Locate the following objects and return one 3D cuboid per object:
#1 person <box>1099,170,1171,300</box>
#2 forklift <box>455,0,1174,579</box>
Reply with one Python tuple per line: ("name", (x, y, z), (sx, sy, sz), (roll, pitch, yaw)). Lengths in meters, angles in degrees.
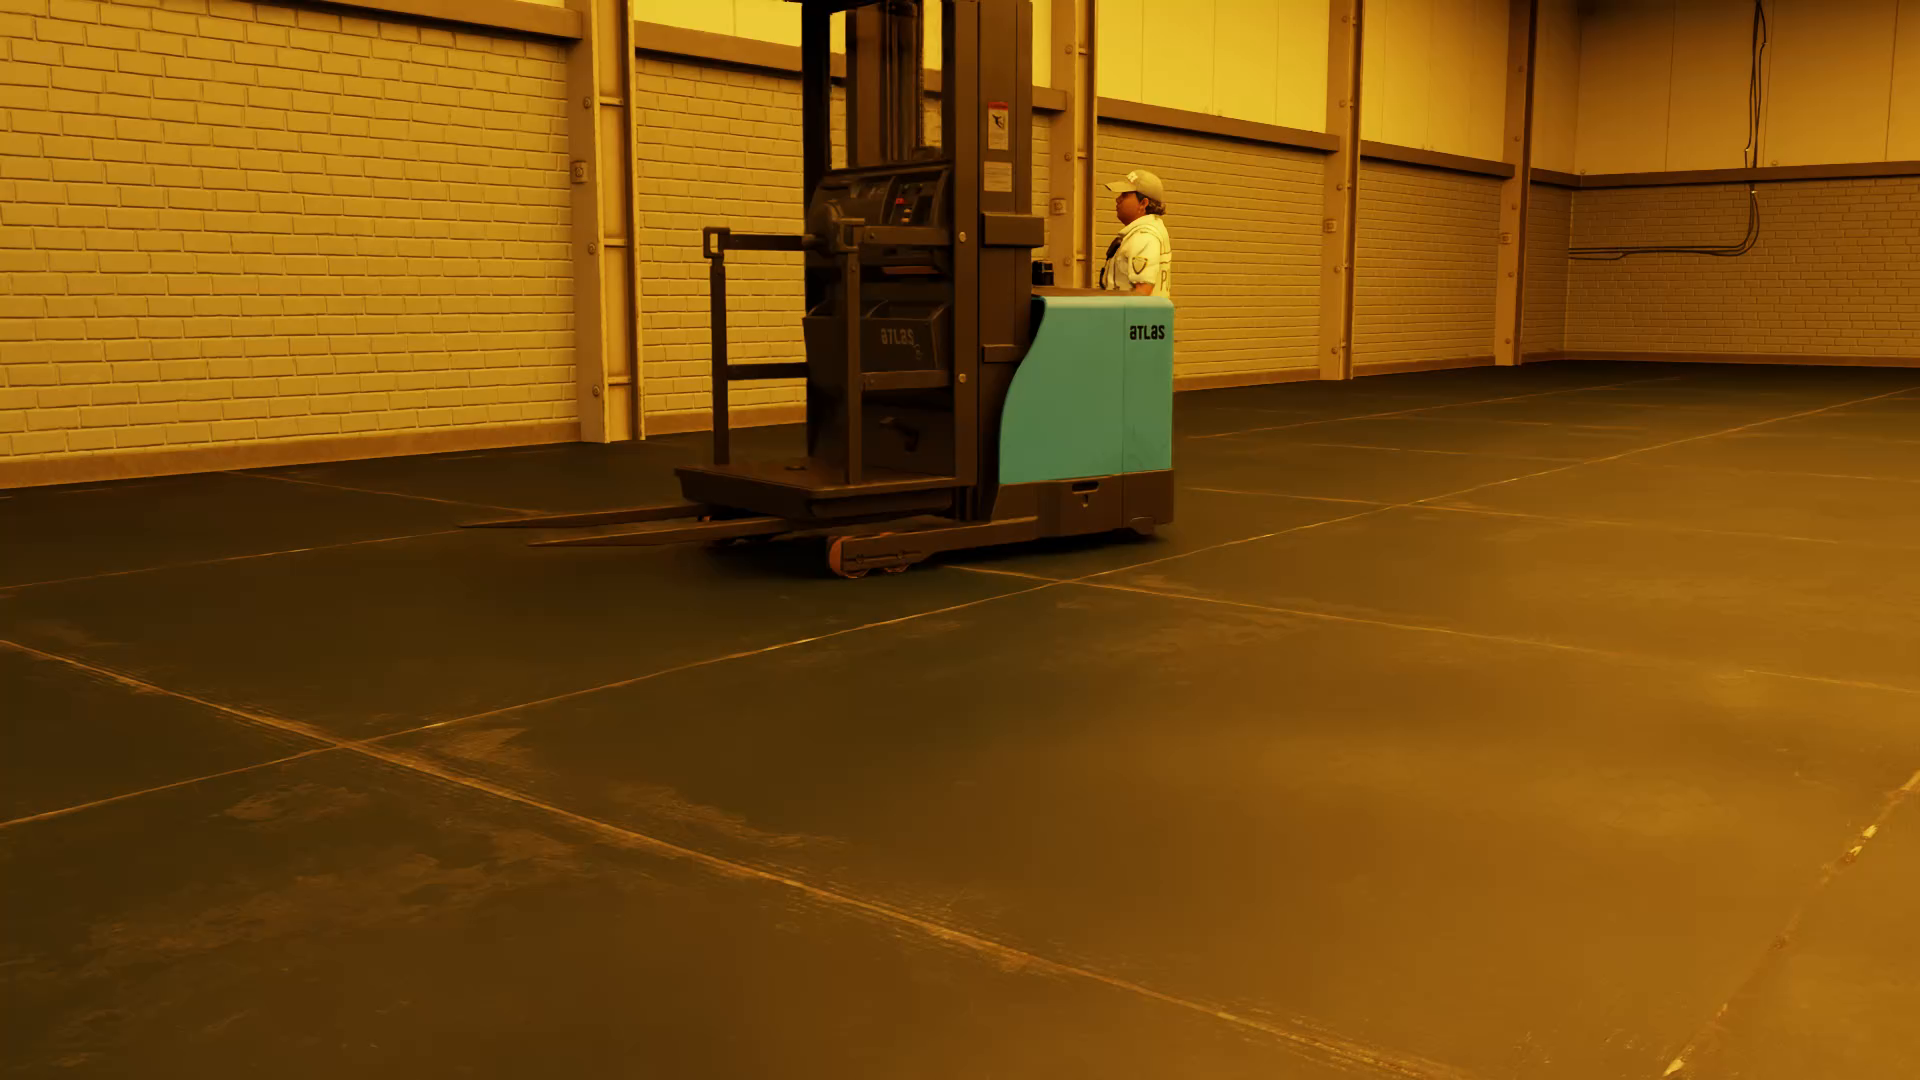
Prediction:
("person", (0.767, -0.963, 8.184), (0.529, 1.670, 0.599), (1, 8, 9))
("forklift", (-0.510, -1.386, 6.756), (3.031, 2.935, 1.130), (-7, 11, -38))
